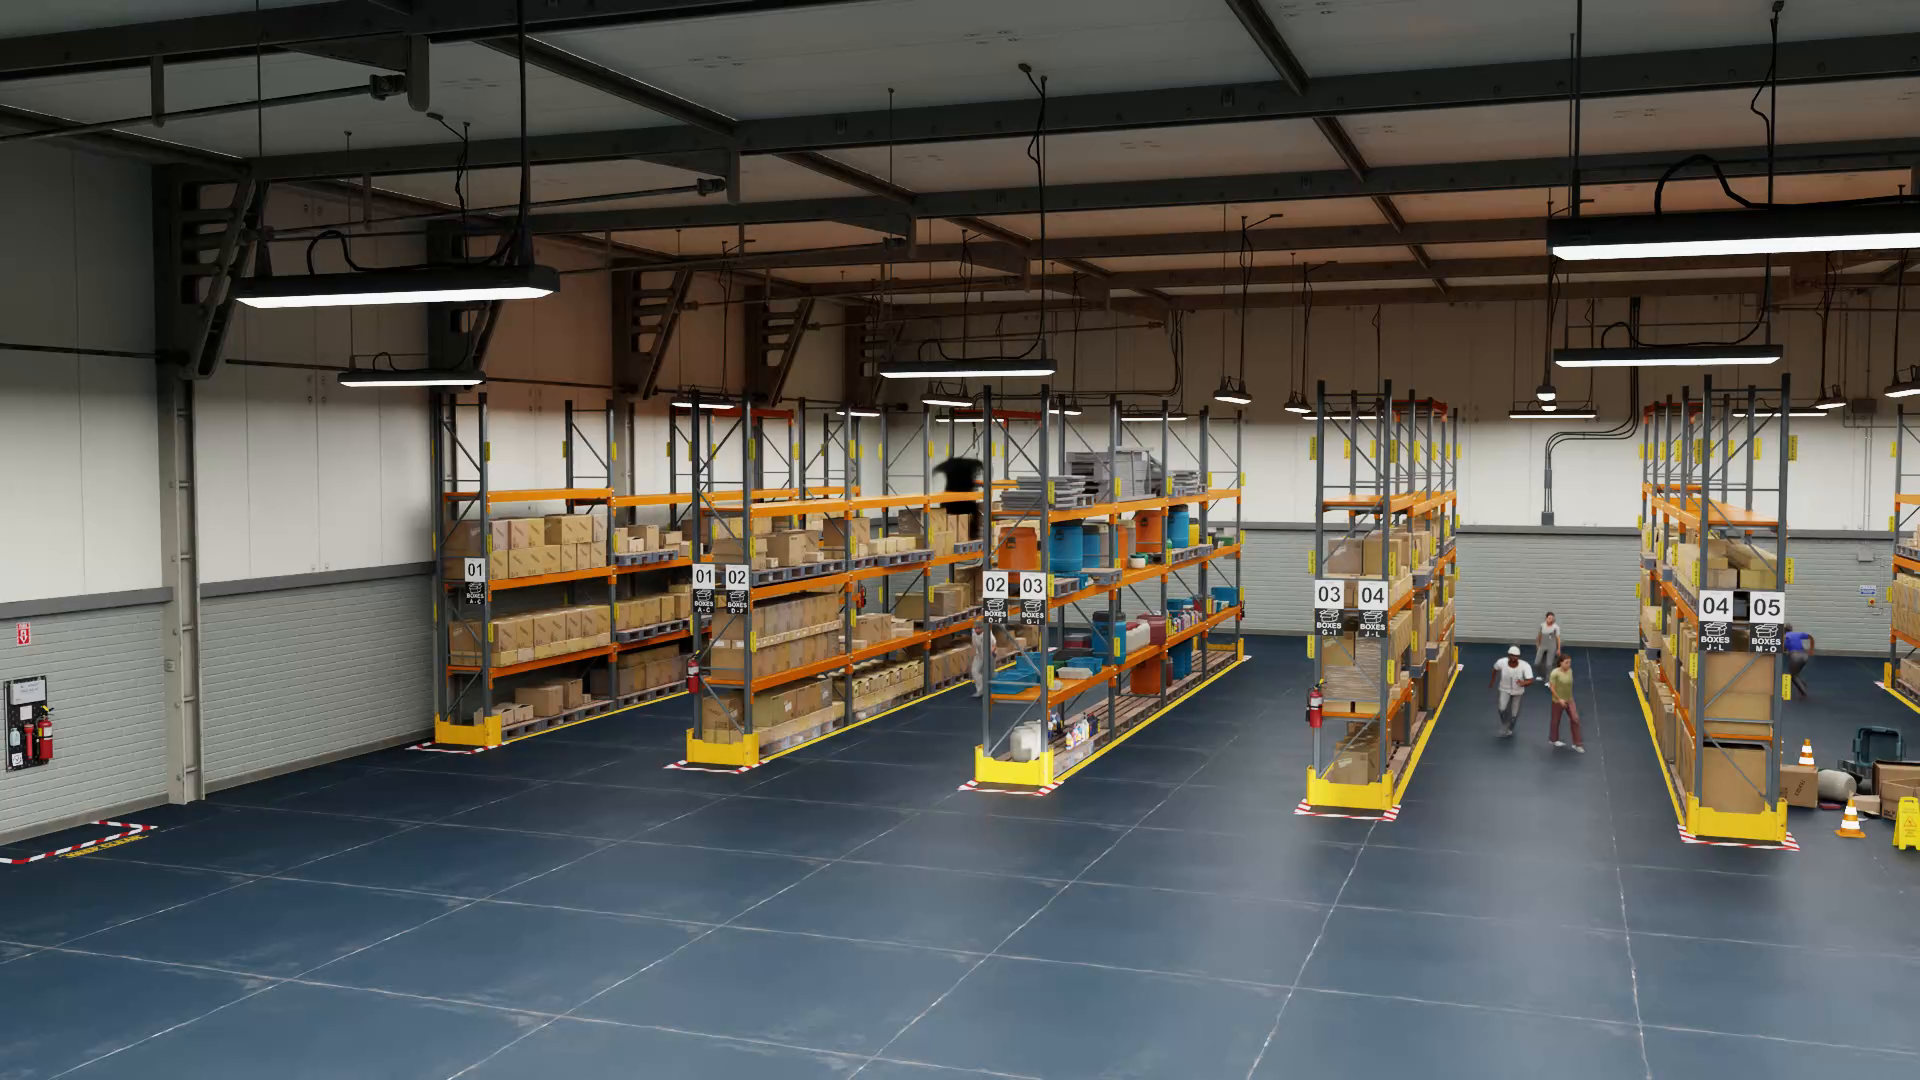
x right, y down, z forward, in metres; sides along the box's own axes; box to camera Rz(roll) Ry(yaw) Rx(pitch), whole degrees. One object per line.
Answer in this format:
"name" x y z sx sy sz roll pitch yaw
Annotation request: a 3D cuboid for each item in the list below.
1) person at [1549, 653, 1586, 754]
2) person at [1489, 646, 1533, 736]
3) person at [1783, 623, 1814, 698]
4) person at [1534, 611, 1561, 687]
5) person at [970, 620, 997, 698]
"person" 10.106 2.736 27.888 0.537 1.645 0.813 0 3 -3
"person" 9.568 2.631 28.872 0.711 1.624 0.971 1 3 16
"person" 17.106 2.451 33.982 0.611 1.486 0.836 -1 3 -12
"person" 12.519 2.315 35.371 0.612 1.601 0.559 2 4 37
"person" 0.555 2.387 33.993 0.683 1.585 1.084 2 4 31
